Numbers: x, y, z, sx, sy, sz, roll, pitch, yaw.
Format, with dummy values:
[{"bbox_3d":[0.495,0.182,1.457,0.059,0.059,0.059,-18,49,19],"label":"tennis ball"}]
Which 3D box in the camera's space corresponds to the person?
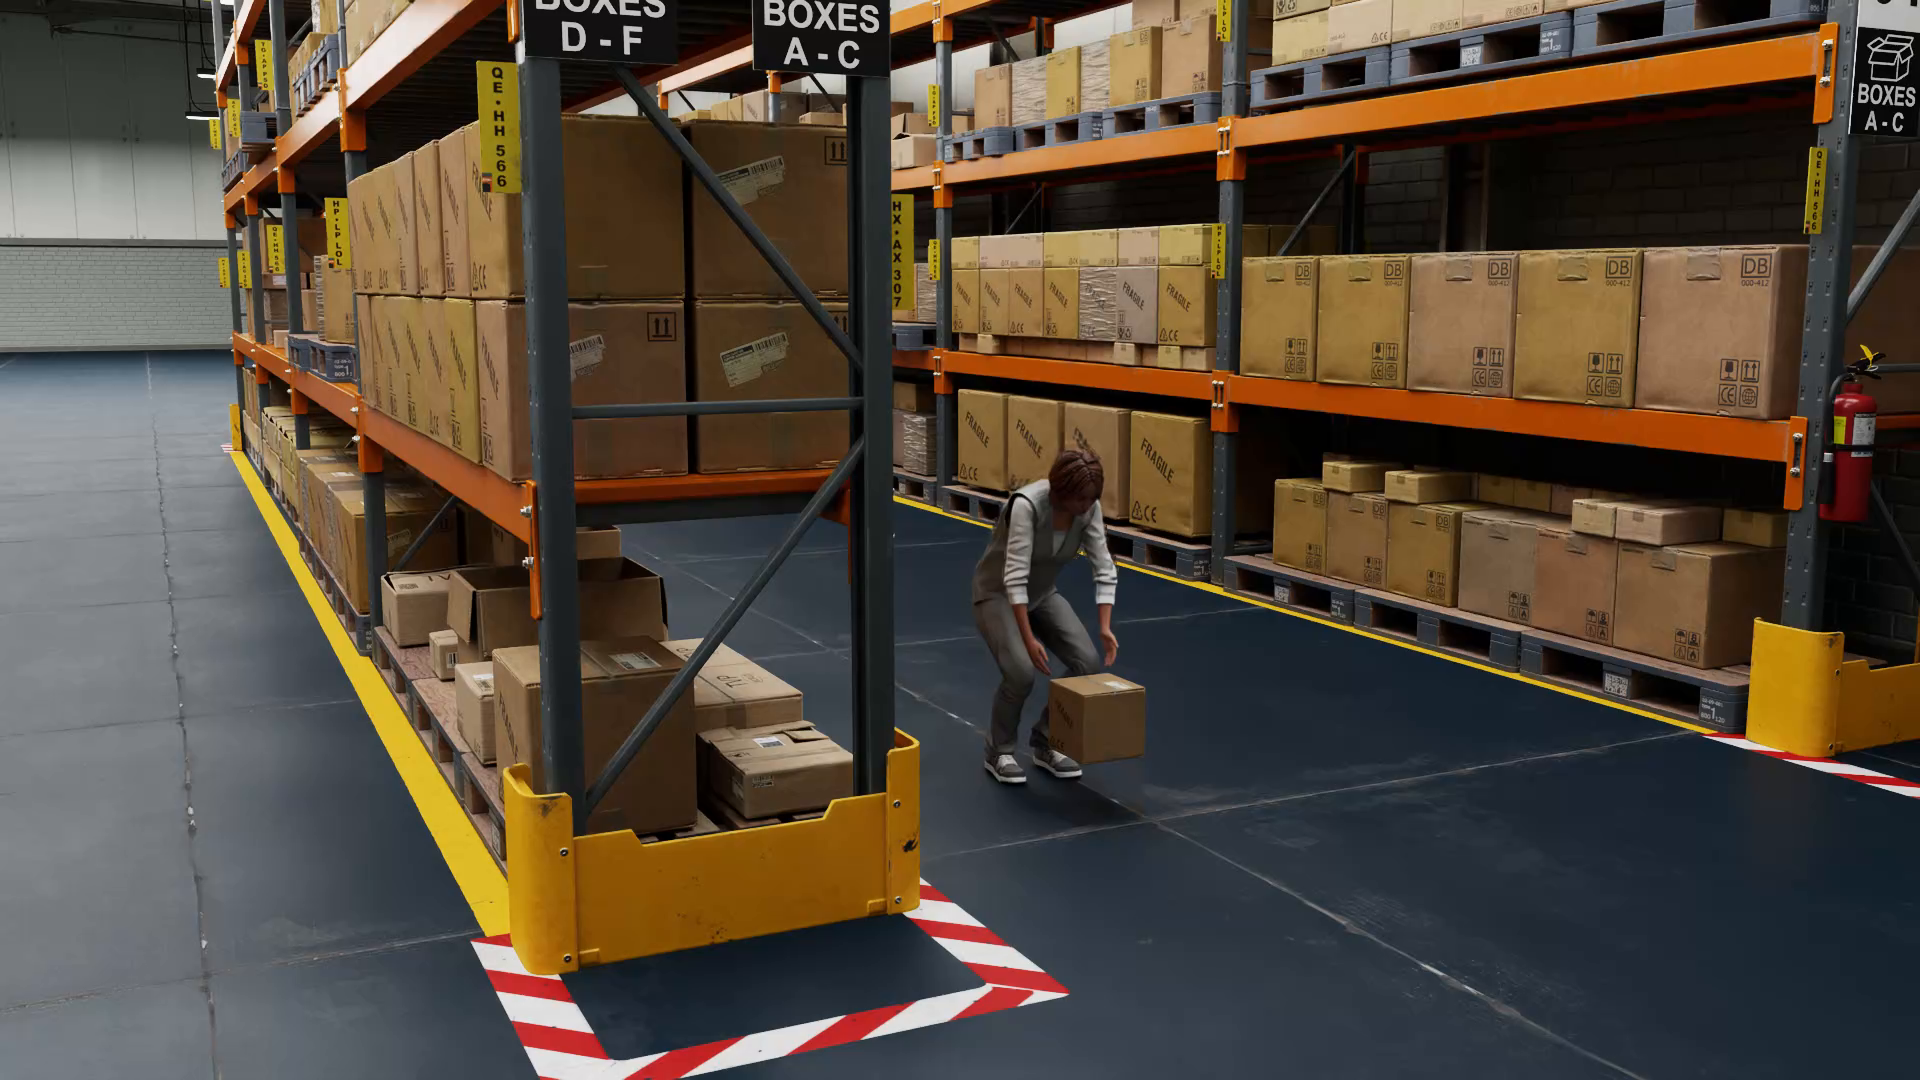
[{"bbox_3d":[0.321,0.270,6.224,0.463,1.272,0.671,-4,10,-26],"label":"person"}]
